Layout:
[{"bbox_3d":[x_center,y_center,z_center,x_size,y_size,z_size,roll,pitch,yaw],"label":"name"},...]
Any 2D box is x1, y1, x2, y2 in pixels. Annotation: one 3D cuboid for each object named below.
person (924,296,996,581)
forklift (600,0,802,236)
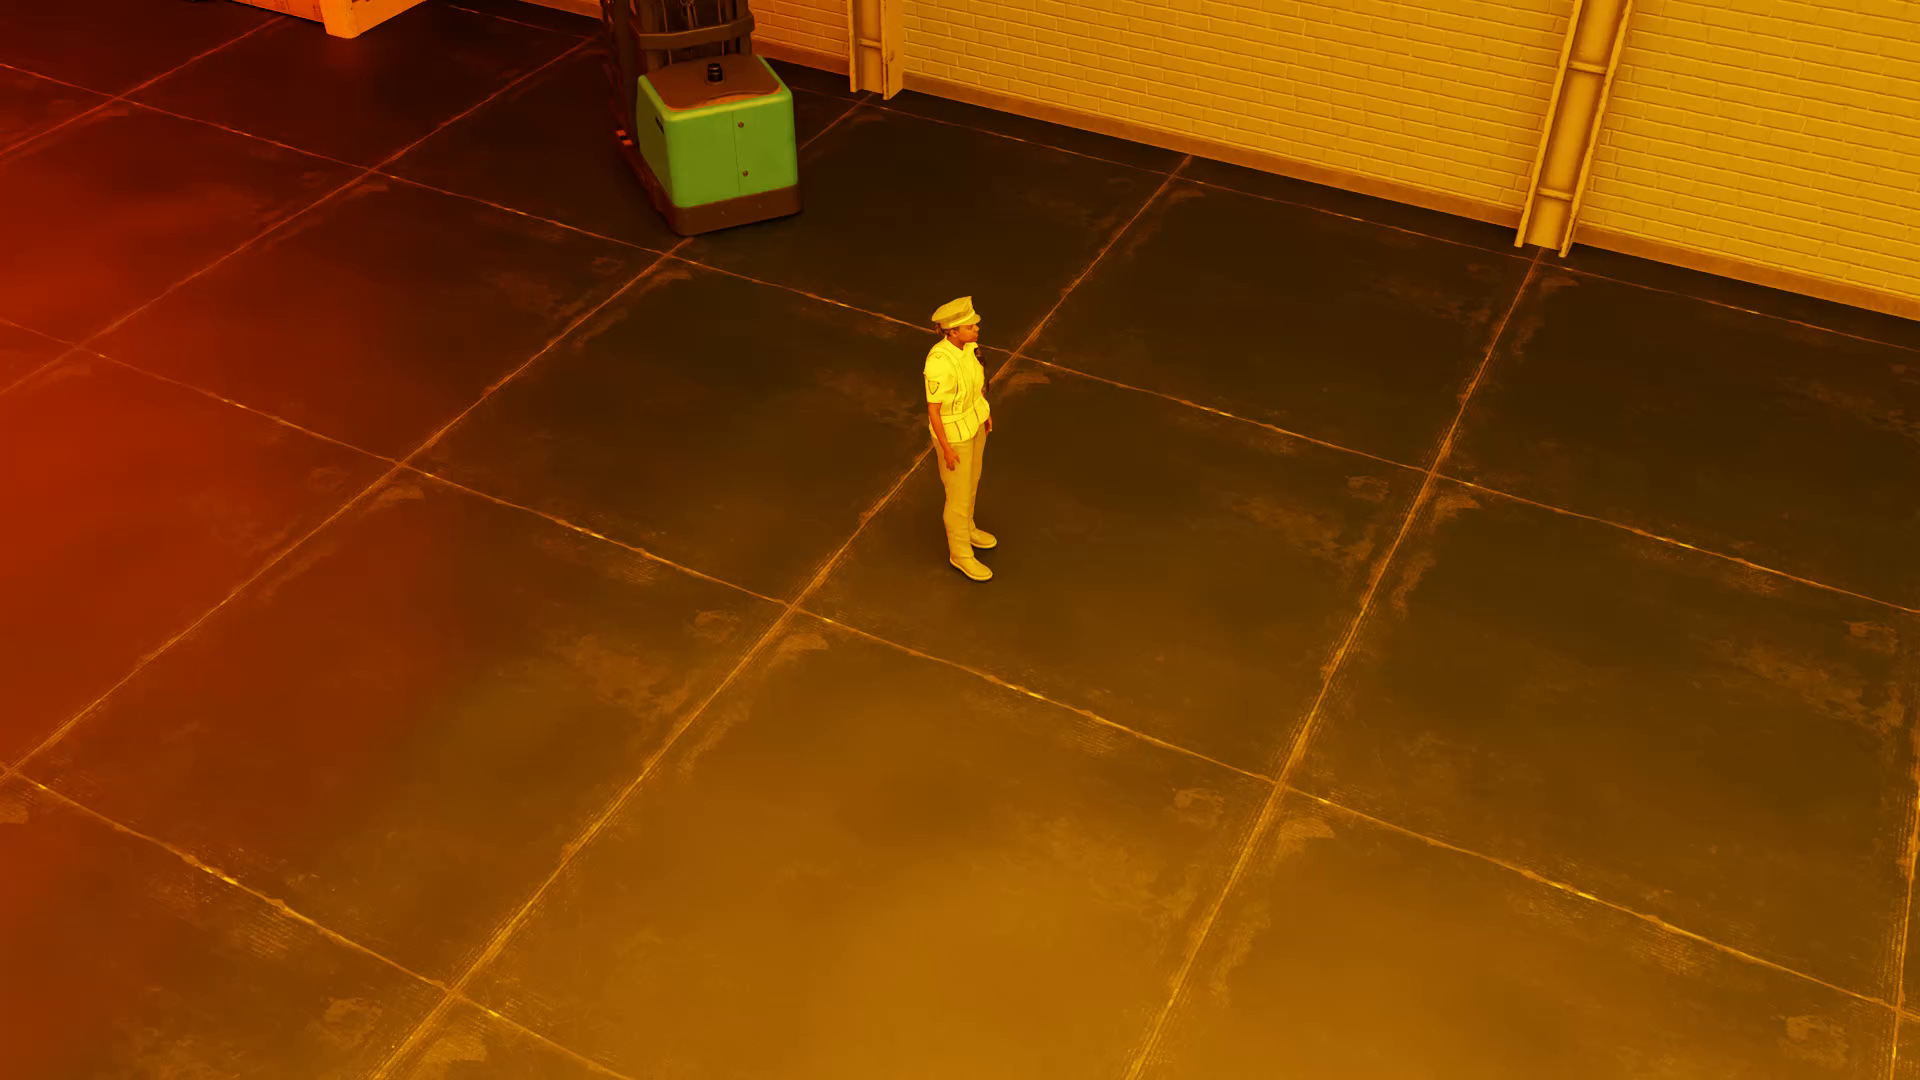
[{"bbox_3d":[0.058,-0.620,9.671,0.528,1.695,0.569,18,43,21],"label":"person"},{"bbox_3d":[-2.317,-4.444,13.263,1.130,2.935,3.031,-16,43,-18],"label":"forklift"}]
